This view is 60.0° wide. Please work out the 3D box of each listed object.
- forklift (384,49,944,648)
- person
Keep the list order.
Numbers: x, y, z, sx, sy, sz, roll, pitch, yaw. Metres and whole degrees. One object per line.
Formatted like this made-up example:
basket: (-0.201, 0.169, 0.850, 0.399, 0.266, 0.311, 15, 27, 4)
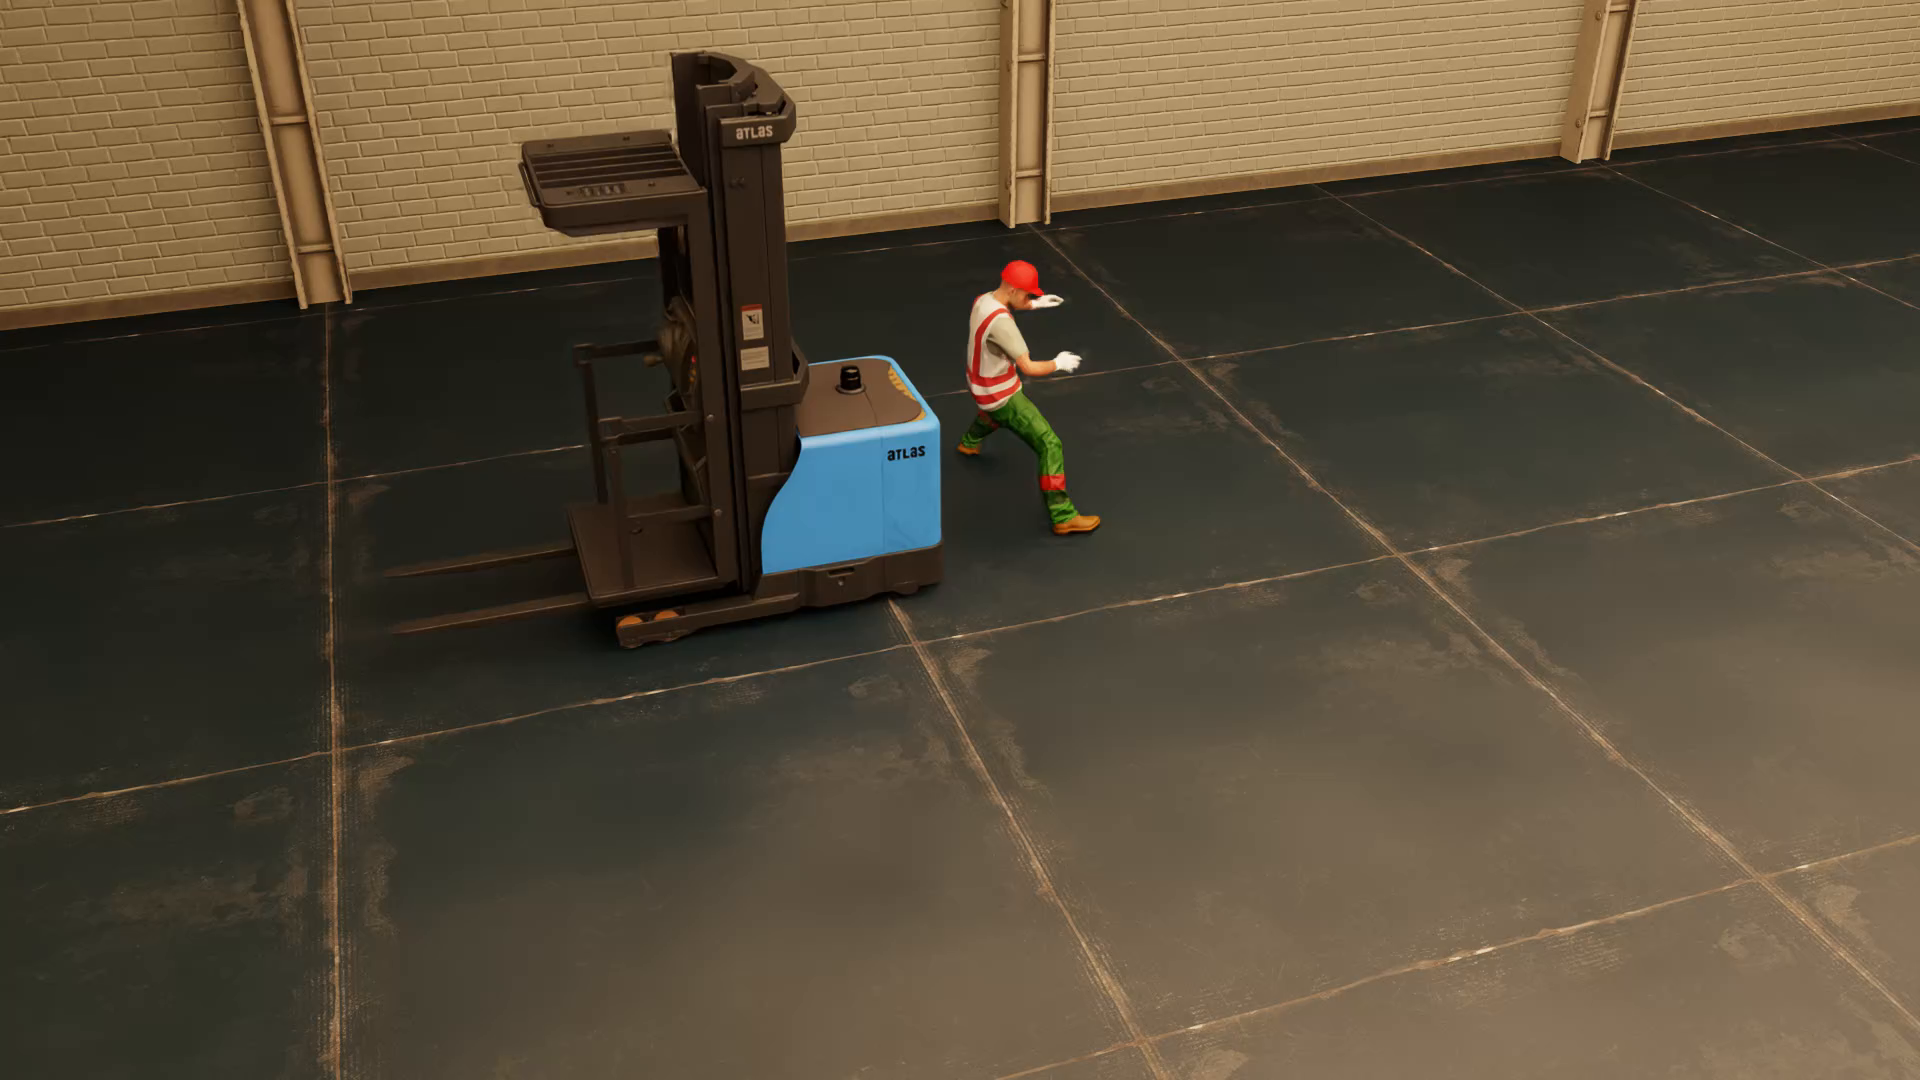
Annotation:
forklift: (-1.668, -0.982, 8.793, 3.031, 2.935, 1.130, -9, 31, -16)
person: (0.403, -0.994, 10.198, 0.729, 1.540, 1.266, -5, 30, -8)
